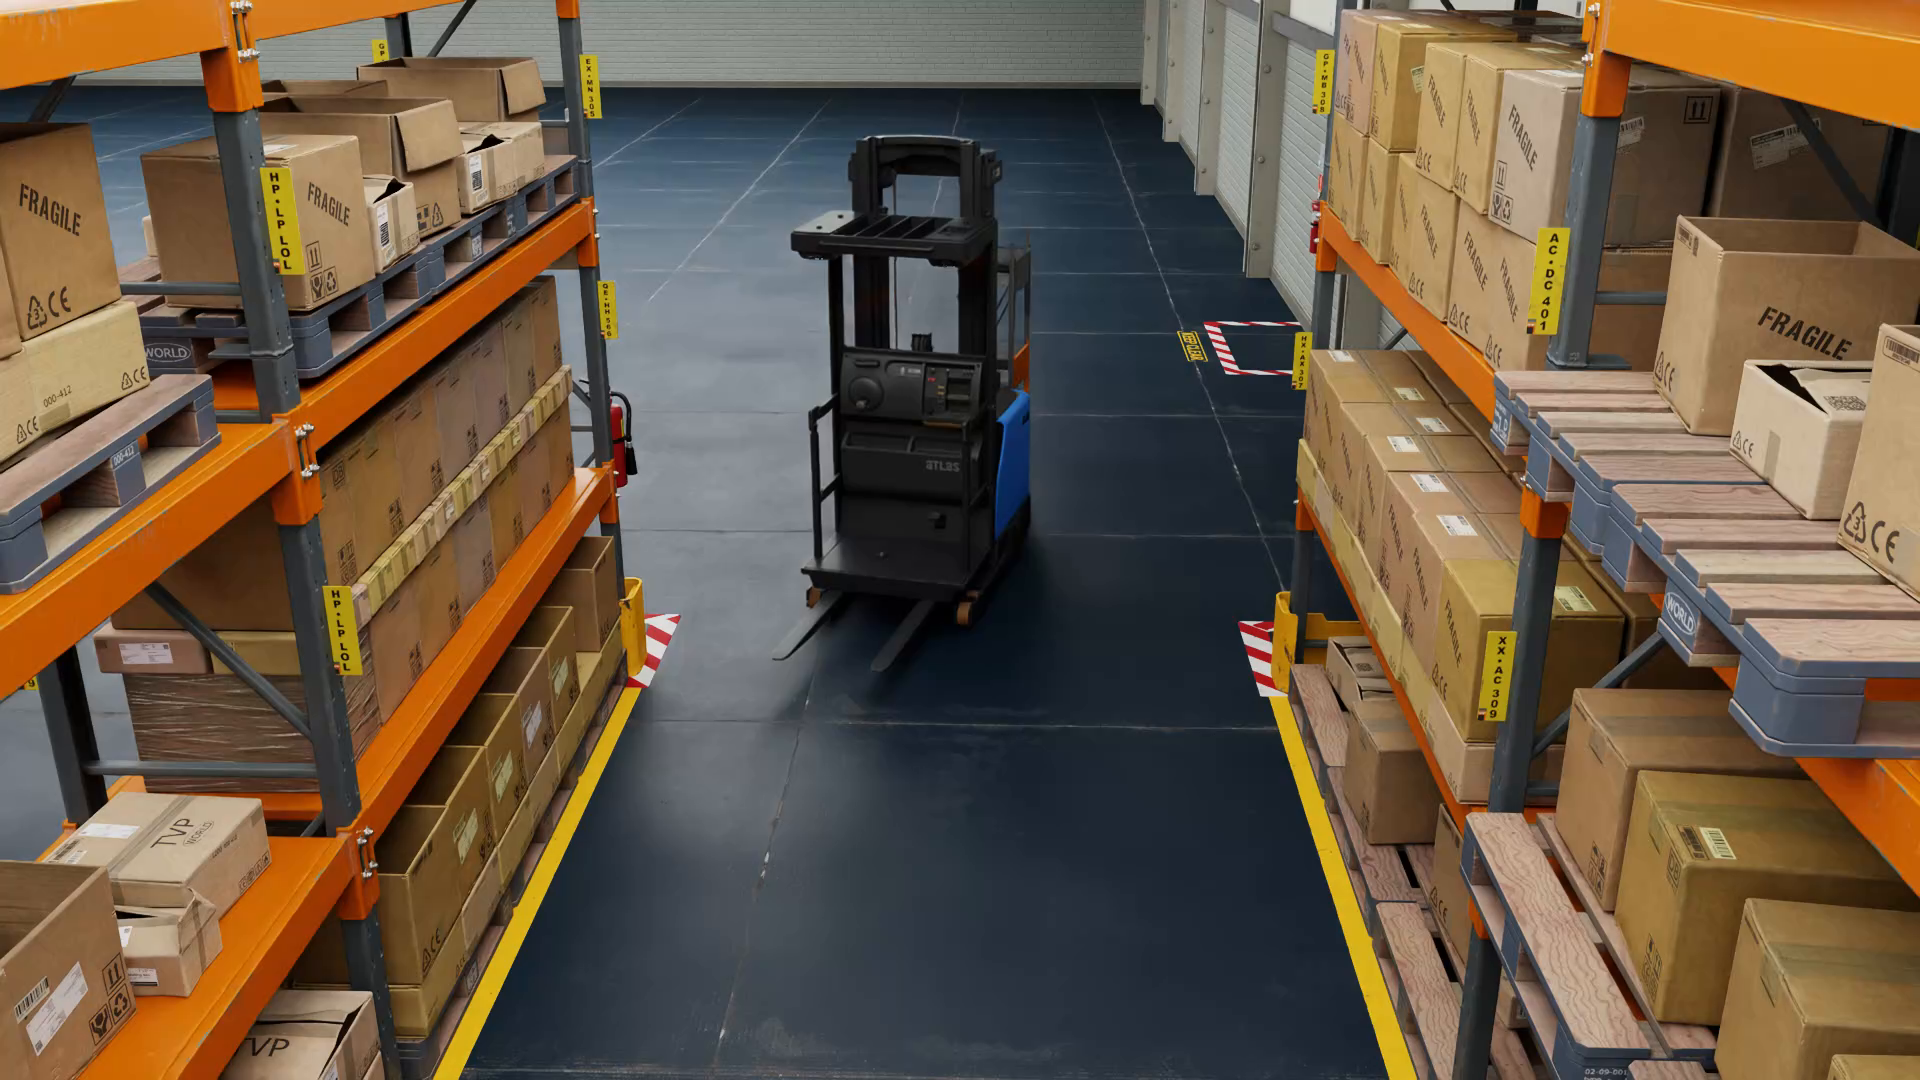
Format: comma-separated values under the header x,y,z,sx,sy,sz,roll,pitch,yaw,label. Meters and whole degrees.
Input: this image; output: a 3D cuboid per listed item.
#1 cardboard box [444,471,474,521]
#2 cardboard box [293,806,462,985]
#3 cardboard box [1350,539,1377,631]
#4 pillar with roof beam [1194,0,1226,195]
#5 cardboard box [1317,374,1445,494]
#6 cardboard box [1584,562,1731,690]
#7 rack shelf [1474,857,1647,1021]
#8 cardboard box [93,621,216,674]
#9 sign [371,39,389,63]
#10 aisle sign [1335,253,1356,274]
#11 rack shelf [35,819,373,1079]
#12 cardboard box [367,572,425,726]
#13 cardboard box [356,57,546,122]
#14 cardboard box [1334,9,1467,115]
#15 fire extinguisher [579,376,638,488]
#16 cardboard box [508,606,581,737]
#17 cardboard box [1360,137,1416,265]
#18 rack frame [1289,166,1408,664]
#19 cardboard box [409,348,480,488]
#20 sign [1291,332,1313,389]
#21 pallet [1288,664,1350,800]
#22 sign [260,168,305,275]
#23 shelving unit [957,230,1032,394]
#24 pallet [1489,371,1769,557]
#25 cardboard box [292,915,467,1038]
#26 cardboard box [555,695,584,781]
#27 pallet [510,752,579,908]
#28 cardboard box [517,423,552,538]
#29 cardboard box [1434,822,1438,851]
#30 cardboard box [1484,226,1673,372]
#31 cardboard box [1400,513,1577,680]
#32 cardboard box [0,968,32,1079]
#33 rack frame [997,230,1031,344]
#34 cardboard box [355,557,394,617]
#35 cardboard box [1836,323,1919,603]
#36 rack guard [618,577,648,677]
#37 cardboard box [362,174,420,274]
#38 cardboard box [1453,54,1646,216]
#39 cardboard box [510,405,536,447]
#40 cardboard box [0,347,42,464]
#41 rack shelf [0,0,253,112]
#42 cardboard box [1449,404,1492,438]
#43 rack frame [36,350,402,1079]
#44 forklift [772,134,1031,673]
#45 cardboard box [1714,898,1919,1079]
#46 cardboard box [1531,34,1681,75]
x,y,z,sx,sy,sz,roll,pitch,yaw,label
-2.379,-0.197,7.355,0.380,0.149,0.250,0,21,1,cardboard box
-2.297,1.379,6.511,0.500,0.500,0.500,1,21,2,cardboard box
2.076,0.202,7.541,0.500,0.250,0.500,1,21,2,cardboard box
-0.463,-9.676,24.526,9.100,9.000,0.400,1,21,2,pillar with roof beam
2.109,-0.527,8.384,0.500,0.500,0.500,1,21,2,cardboard box
2.550,0.404,5.985,0.500,0.500,0.500,0,21,0,cardboard box
2.266,1.919,3.932,1.077,0.370,4.000,1,21,2,rack shelf
-2.830,0.357,5.926,0.380,0.149,0.250,1,21,2,cardboard box
-3.057,-2.490,8.836,0.100,0.325,0.005,1,21,2,sign
2.151,-1.827,8.998,0.394,0.787,0.004,1,21,2,aisle sign
-2.685,1.866,4.069,1.077,0.370,4.000,1,21,2,rack shelf
-2.608,0.409,6.690,0.700,0.500,0.500,0,21,1,cardboard box
-2.524,-2.139,8.332,0.797,0.503,0.637,2,21,5,cardboard box
2.194,-2.370,8.295,0.500,0.500,0.500,-1,21,-2,cardboard box
-2.035,-0.641,9.641,0.296,0.674,0.183,1,21,2,fire extinguisher
-2.237,0.656,8.375,0.500,0.500,0.500,1,21,2,cardboard box
2.125,-1.541,7.540,0.500,0.500,0.500,2,21,4,cardboard box
2.449,-0.586,9.393,1.000,3.000,0.127,1,21,2,rack frame
-2.572,-0.549,7.366,0.700,0.500,0.500,1,21,2,cardboard box
1.906,-0.996,9.251,0.100,0.325,0.005,1,21,2,sign
2.386,1.035,9.070,1.003,0.211,1.213,1,21,2,pallet
-2.082,-0.977,5.103,0.100,0.325,0.005,1,21,2,sign
0.252,-1.185,12.181,0.431,2.100,0.503,6,22,14,shelving unit
2.202,-0.229,4.584,1.213,0.211,1.003,1,21,2,pallet
-2.307,1.729,6.647,0.500,0.250,0.500,1,21,2,cardboard box
-2.240,1.006,8.511,0.500,0.250,0.500,1,21,2,cardboard box
-2.524,1.378,8.186,1.003,0.211,1.213,1,21,2,pallet
-2.541,-0.327,8.587,0.700,0.500,0.500,1,21,3,cardboard box
2.396,1.406,7.591,0.380,0.149,0.250,-1,21,-3,cardboard box
2.095,-0.780,5.581,0.500,0.500,0.500,1,21,3,cardboard box
2.042,0.216,6.468,0.500,0.500,0.500,1,21,1,cardboard box
-2.695,1.409,4.111,0.500,0.500,0.500,1,21,2,cardboard box
0.316,-1.270,12.401,0.400,2.100,0.015,6,22,14,rack frame
-2.409,0.179,6.386,0.380,0.149,0.250,0,21,0,cardboard box
2.193,-0.138,3.372,0.500,0.500,0.500,0,21,0,cardboard box
-2.502,0.517,10.004,1.175,0.500,0.348,1,21,2,rack guard
-2.329,-1.185,6.140,0.500,0.311,0.500,-1,21,-1,cardboard box
2.078,-1.444,5.908,0.500,0.500,0.500,2,21,5,cardboard box
-2.348,-0.570,8.316,0.380,0.149,0.250,1,21,2,cardboard box
-2.667,-0.296,4.125,0.500,0.250,0.500,-1,21,-4,cardboard box
-2.685,-0.745,3.056,1.077,0.370,4.000,1,21,2,rack shelf
2.610,-0.333,7.885,0.500,0.500,0.500,0,21,0,cardboard box
-2.624,0.807,5.802,1.000,3.000,0.127,1,21,2,rack frame
-0.369,-0.967,10.469,1.130,2.935,3.031,6,22,14,forklift
2.265,1.233,3.959,0.700,0.500,0.500,4,21,9,cardboard box
2.631,-1.791,6.802,0.500,0.500,0.500,1,21,2,cardboard box
